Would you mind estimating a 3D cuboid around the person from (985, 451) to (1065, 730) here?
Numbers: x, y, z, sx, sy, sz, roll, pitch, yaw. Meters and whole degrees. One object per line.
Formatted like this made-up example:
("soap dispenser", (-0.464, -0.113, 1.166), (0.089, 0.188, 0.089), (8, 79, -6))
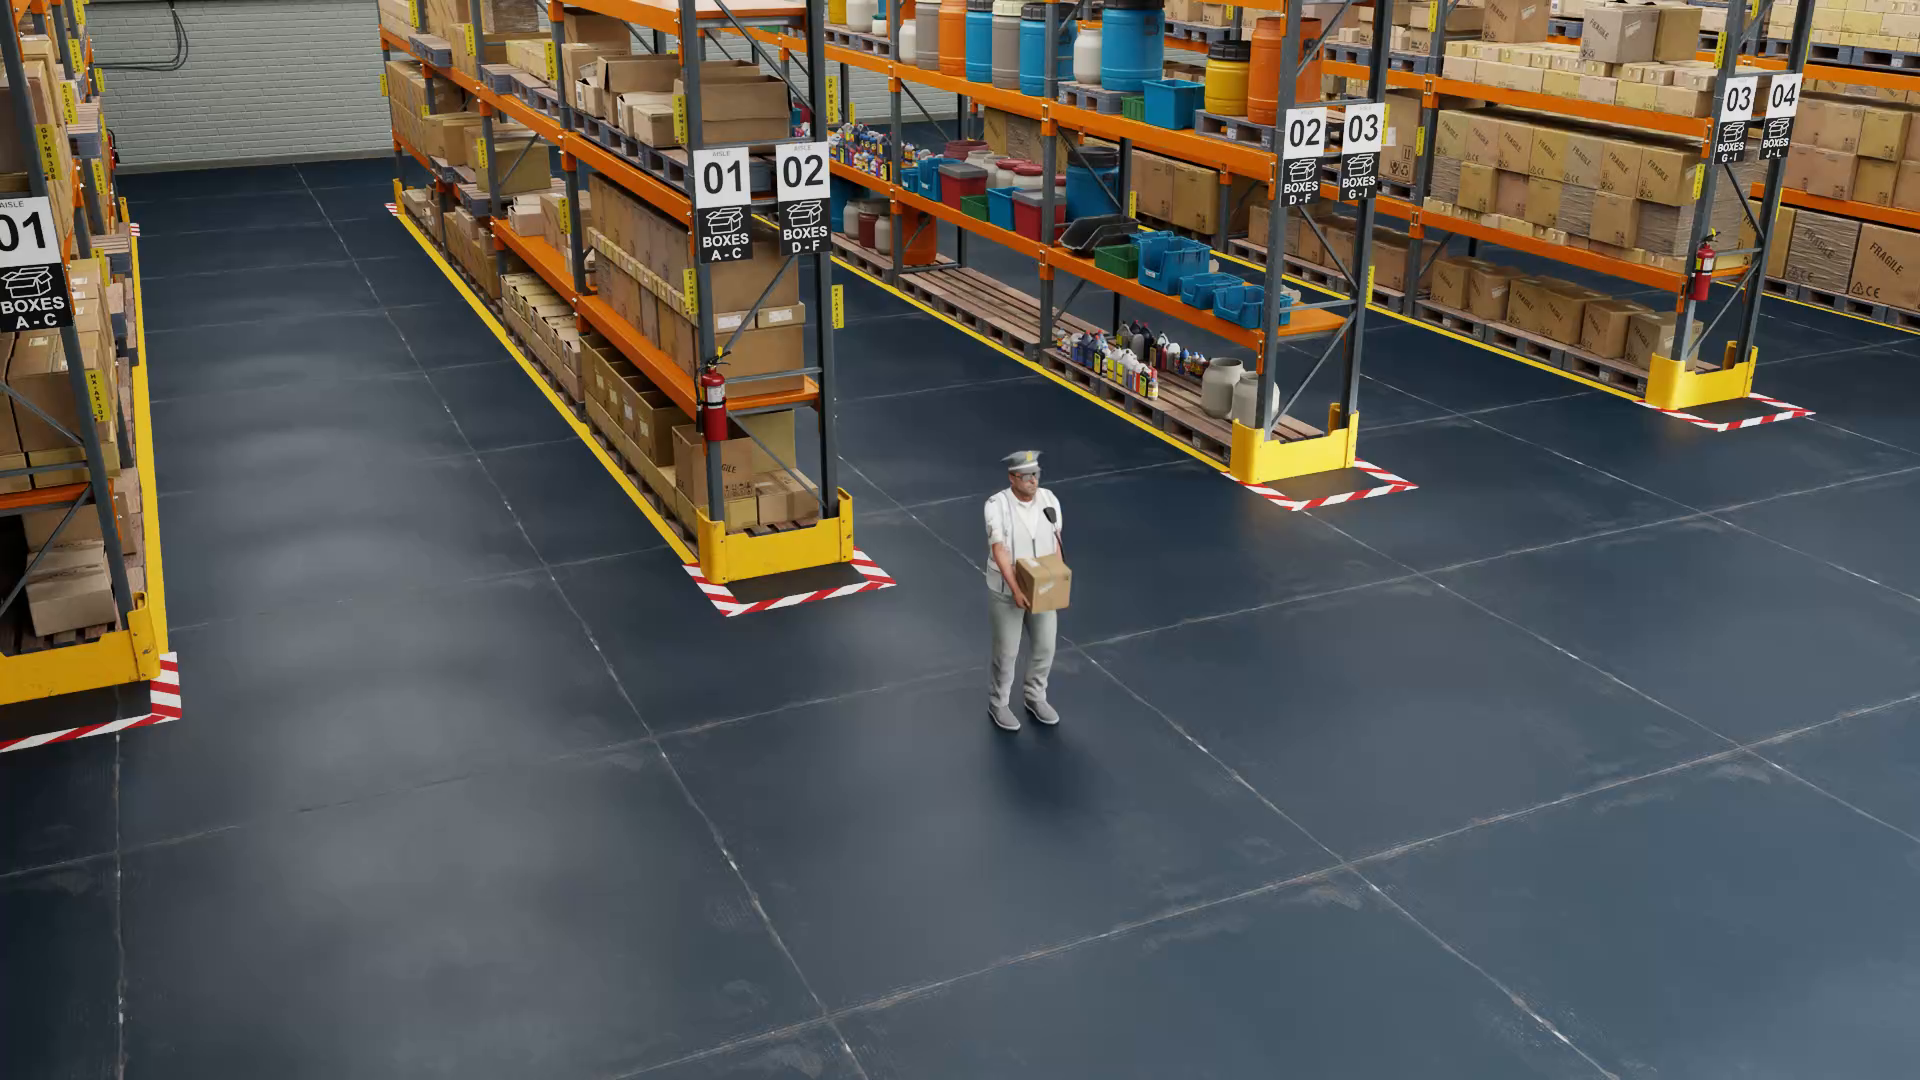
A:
("person", (0.430, 0.314, 10.219), (0.494, 1.767, 0.563), (-10, 24, -23))
